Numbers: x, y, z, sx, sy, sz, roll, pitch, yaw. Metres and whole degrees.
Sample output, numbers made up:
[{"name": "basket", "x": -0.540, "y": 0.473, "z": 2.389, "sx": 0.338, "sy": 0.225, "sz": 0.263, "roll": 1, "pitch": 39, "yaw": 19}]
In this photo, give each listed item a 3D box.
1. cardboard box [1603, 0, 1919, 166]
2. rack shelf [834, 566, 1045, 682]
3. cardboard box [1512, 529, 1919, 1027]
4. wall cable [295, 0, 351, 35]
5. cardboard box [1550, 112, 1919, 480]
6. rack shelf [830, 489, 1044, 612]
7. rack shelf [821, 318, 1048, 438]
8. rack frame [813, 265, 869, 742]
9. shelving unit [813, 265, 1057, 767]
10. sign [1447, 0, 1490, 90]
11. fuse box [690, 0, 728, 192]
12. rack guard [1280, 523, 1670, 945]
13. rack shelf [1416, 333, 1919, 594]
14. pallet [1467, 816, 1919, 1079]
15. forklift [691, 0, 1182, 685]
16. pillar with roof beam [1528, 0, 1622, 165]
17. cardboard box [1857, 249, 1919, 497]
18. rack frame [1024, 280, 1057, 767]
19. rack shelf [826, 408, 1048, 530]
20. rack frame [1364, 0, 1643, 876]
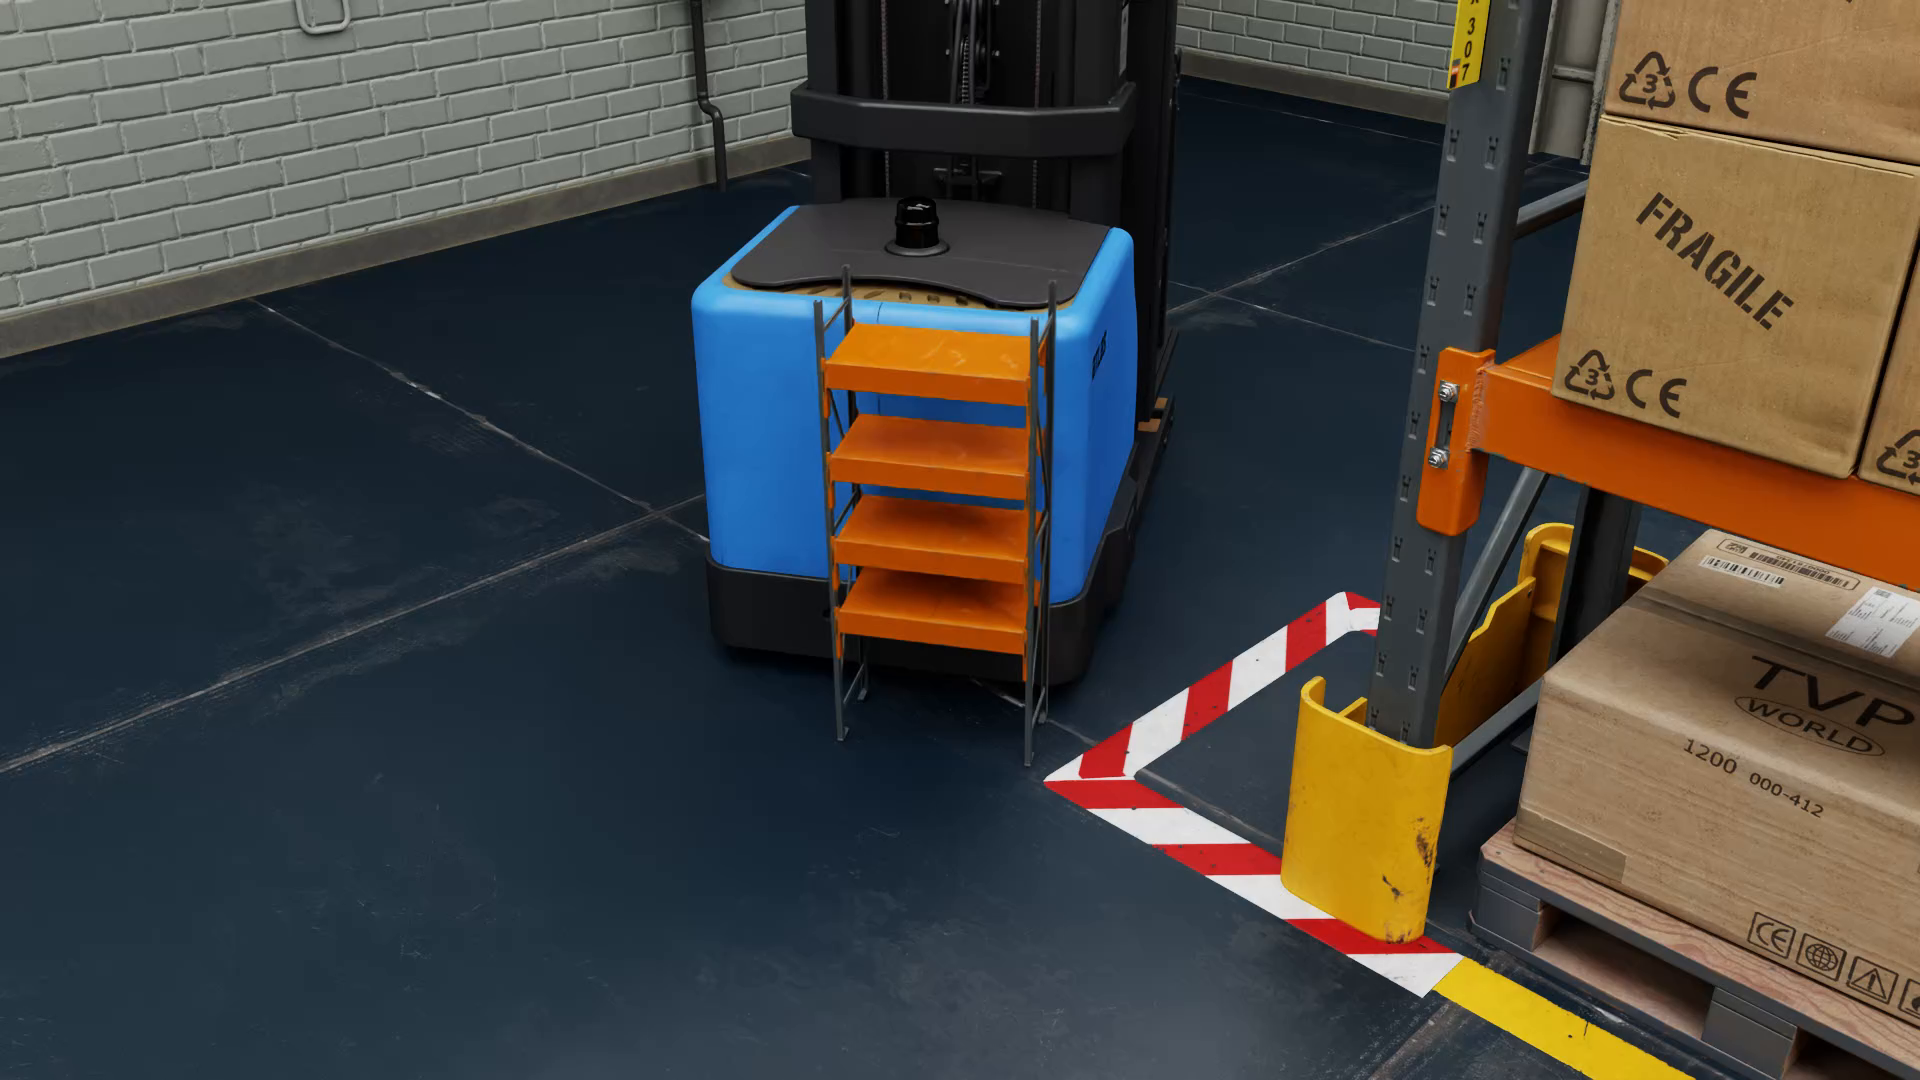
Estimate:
[{"name": "cardboard box", "x": 1.393, "y": -0.919, "z": 2.594, "sx": 0.500, "sy": 0.500, "sz": 0.500, "roll": 24, "pitch": 36, "yaw": 37}, {"name": "rack shelf", "x": -0.045, "y": 0.195, "z": 4.151, "sx": 0.480, "sy": 0.148, "sz": 0.258, "roll": 6, "pitch": 30, "yaw": 12}, {"name": "cardboard box", "x": 1.791, "y": 0.447, "z": 3.479, "sx": 0.875, "sy": 0.438, "sz": 0.875, "roll": 23, "pitch": 36, "yaw": 37}, {"name": "wall cable", "x": -2.786, "y": -2.979, "z": 6.568, "sx": 0.123, "sy": 1.953, "sz": 0.585, "roll": 25, "pitch": 36, "yaw": 38}, {"name": "cardboard box", "x": 1.392, "y": -0.476, "z": 2.825, "sx": 0.500, "sy": 0.500, "sz": 0.500, "roll": 24, "pitch": 36, "yaw": 38}, {"name": "rack shelf", "x": -0.047, "y": 0.022, "z": 4.052, "sx": 0.480, "sy": 0.148, "sz": 0.258, "roll": 6, "pitch": 30, "yaw": 12}, {"name": "rack shelf", "x": -0.050, "y": -0.377, "z": 3.824, "sx": 0.480, "sy": 0.148, "sz": 0.258, "roll": 6, "pitch": 30, "yaw": 12}, {"name": "rack frame", "x": -0.285, "y": -0.062, "z": 4.068, "sx": 0.015, "sy": 1.200, "sz": 0.240, "roll": 6, "pitch": 30, "yaw": 12}, {"name": "shelving unit", "x": -0.047, "y": -0.036, "z": 4.019, "sx": 0.503, "sy": 1.200, "sz": 0.258, "roll": 6, "pitch": 30, "yaw": 12}, {"name": "sign", "x": 0.857, "y": -0.920, "z": 2.761, "sx": 0.005, "sy": 0.325, "sz": 0.100, "roll": 25, "pitch": 36, "yaw": 38}, {"name": "fuse box", "x": -1.210, "y": -2.595, "z": 8.347, "sx": 0.414, "sy": 1.711, "sz": 0.539, "roll": 25, "pitch": 36, "yaw": 38}, {"name": "rack guard", "x": 1.234, "y": 0.415, "z": 3.924, "sx": 0.348, "sy": 0.500, "sz": 1.175, "roll": 25, "pitch": 36, "yaw": 38}, {"name": "rack shelf", "x": 2.677, "y": 0.287, "z": 2.254, "sx": 4.000, "sy": 0.370, "sz": 1.077, "roll": 25, "pitch": 36, "yaw": 38}, {"name": "pallet", "x": 1.876, "y": 0.786, "z": 3.529, "sx": 1.213, "sy": 0.211, "sz": 1.003, "roll": 25, "pitch": 36, "yaw": 38}, {"name": "forklift", "x": 0.144, "y": -1.583, "z": 5.110, "sx": 1.130, "sy": 2.935, "sz": 3.031, "roll": 6, "pitch": 28, "yaw": 12}, {"name": "pillar with roof beam", "x": 0.419, "y": -4.738, "z": 4.591, "sx": 0.400, "sy": 9.000, "sz": 9.100, "roll": 25, "pitch": 36, "yaw": 38}, {"name": "cardboard box", "x": 1.772, "y": -0.320, "z": 2.529, "sx": 0.500, "sy": 0.500, "sz": 0.500, "roll": 24, "pitch": 36, "yaw": 38}, {"name": "rack frame", "x": 0.191, "y": -0.010, "z": 3.970, "sx": 0.015, "sy": 1.200, "sz": 0.240, "roll": 6, "pitch": 30, "yaw": 12}, {"name": "rack shelf", "x": -0.048, "y": -0.172, "z": 3.941, "sx": 0.480, "sy": 0.148, "sz": 0.258, "roll": 6, "pitch": 30, "yaw": 12}, {"name": "rack frame", "x": 1.251, "y": -0.684, "z": 3.327, "sx": 0.127, "sy": 3.000, "sz": 1.000, "roll": 25, "pitch": 36, "yaw": 38}]
